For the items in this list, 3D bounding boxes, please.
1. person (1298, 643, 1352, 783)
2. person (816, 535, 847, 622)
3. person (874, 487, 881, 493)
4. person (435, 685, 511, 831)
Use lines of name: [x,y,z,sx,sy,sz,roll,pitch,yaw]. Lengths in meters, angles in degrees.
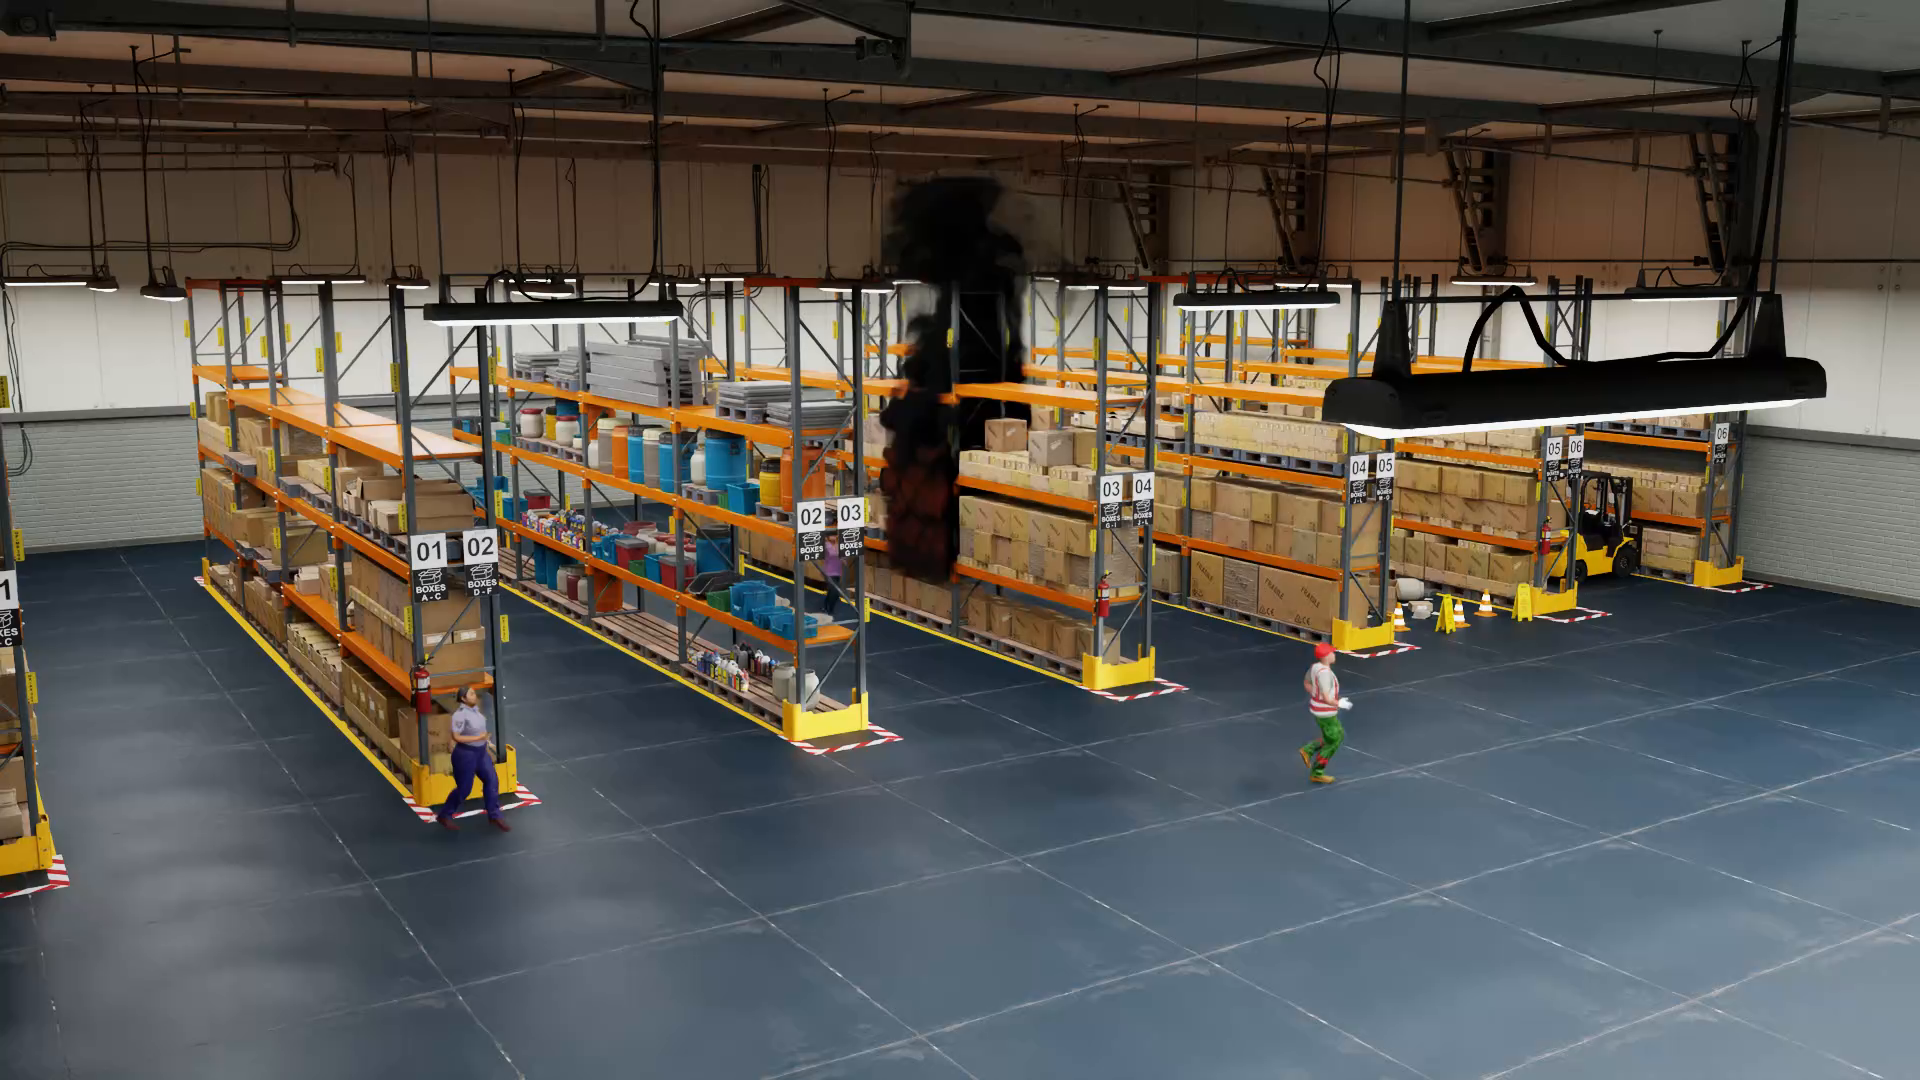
person: [4.460,2.103,20.290,0.594,1.742,0.655,0,10,0]
person: [-2.124,0.624,27.799,0.646,1.631,0.506,8,13,40]
person: [-1.688,-0.272,34.596,0.663,1.676,0.600,-8,12,-38]
person: [-5.442,2.440,18.506,0.806,1.679,0.611,2,10,11]
